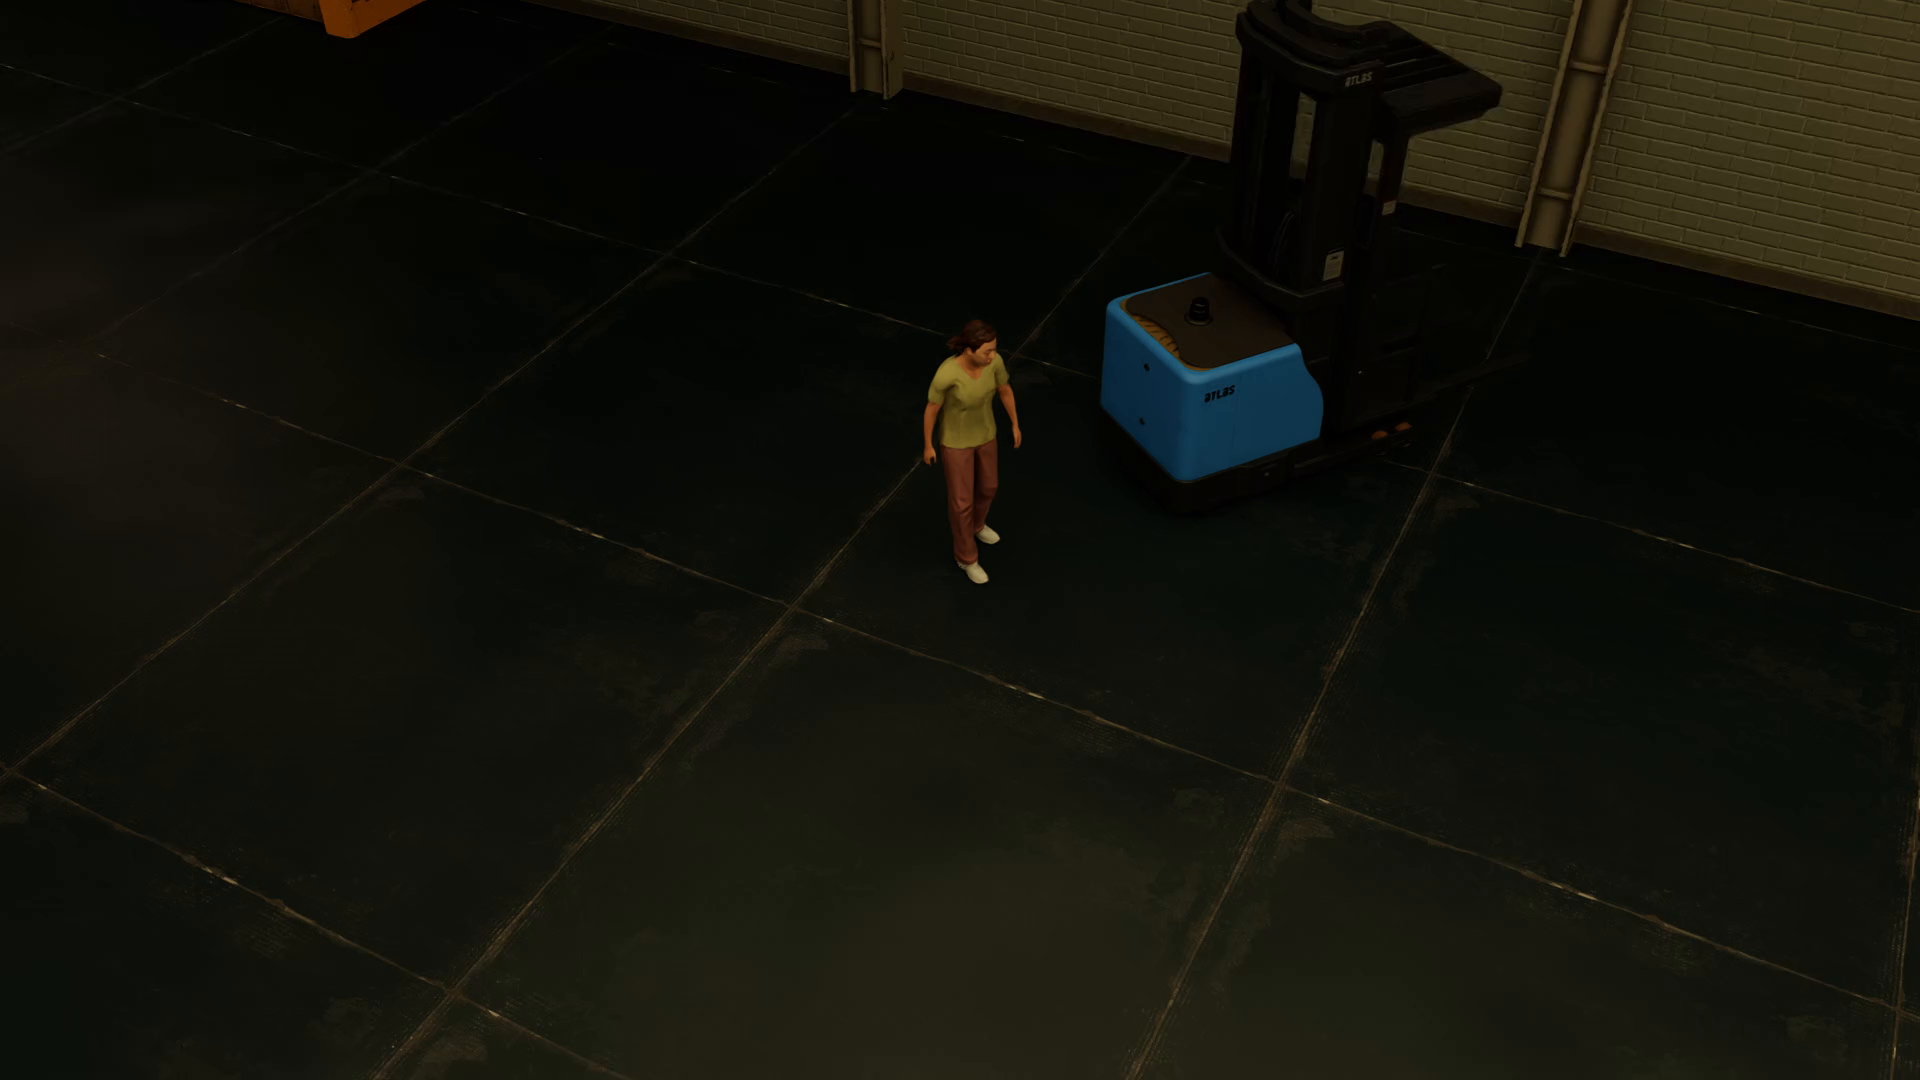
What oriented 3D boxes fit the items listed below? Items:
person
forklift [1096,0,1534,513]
[{"bbox_3d":[0.104,-0.548,9.629,0.588,1.656,0.587,-22,45,-24],"label":"person"},{"bbox_3d":[2.447,-1.958,10.311,3.031,2.935,1.130,-18,43,-21],"label":"forklift"}]
